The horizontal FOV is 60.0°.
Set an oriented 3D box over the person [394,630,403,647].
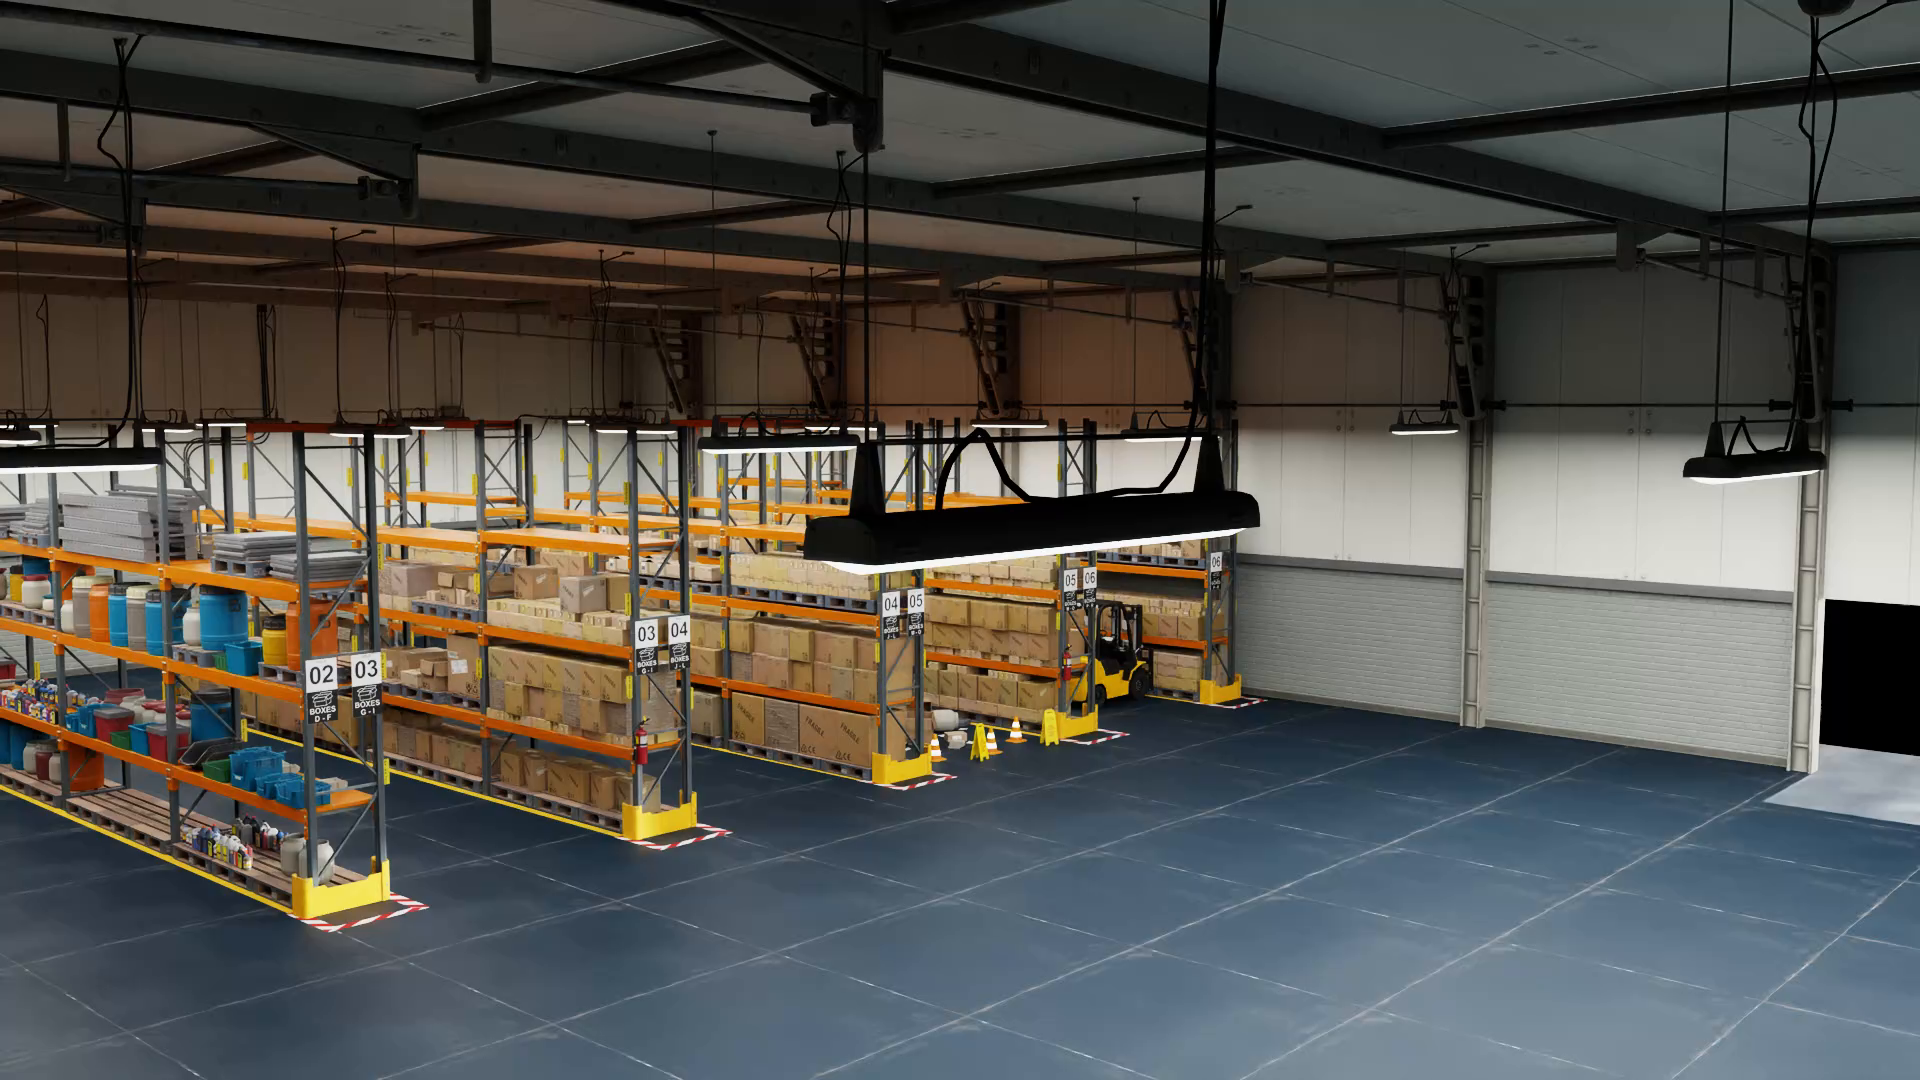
[{"bbox_3d":[-14.587,1.930,43.238,0.632,1.768,0.501,-4,6,-44],"label":"person"}]
